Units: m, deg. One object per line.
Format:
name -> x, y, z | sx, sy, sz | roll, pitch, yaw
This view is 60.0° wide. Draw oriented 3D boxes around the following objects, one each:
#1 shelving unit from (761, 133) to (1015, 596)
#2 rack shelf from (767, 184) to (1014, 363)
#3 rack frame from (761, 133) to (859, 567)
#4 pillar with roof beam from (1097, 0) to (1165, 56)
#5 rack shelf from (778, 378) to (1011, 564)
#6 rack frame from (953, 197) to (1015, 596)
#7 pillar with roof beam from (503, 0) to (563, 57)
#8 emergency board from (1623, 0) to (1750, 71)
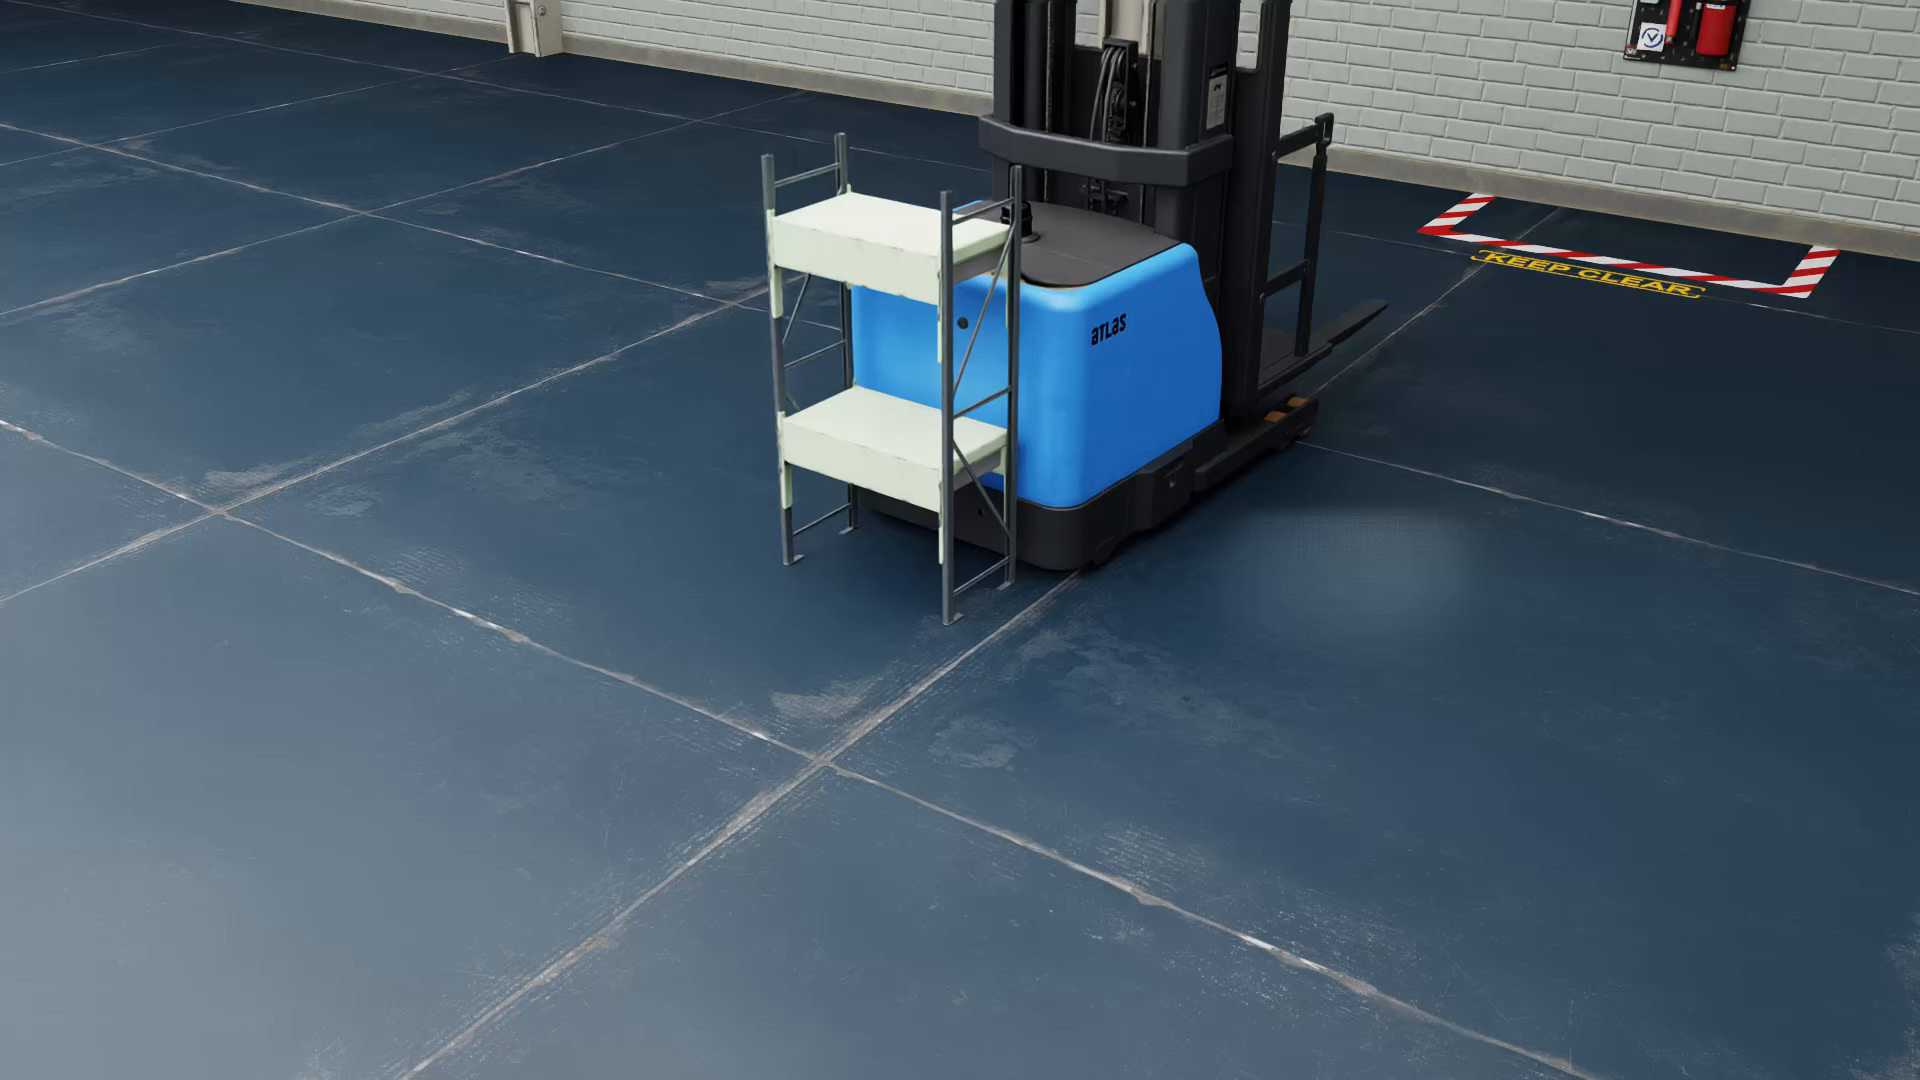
shelving unit -> -0.226, -0.547, 5.672 | 0.748, 1.500, 0.431 | 19, 32, 32
rack shelf -> -0.223, -0.894, 5.493 | 0.720, 0.370, 0.431 | 19, 32, 32
rack frame -> -0.516, -0.646, 5.866 | 0.023, 1.500, 0.400 | 19, 32, 32
pillar with roof beam -> -1.246, -5.196, 6.538 | 0.400, 9.000, 9.100 | 17, 32, 30
rack shelf -> -0.223, -0.256, 5.818 | 0.720, 0.370, 0.431 | 19, 32, 32
rack frame -> 0.069, -0.446, 5.474 | 0.010, 1.308, 0.380 | 19, 32, 32
pillar with roof beam -> -6.192, -6.736, 9.565 | 0.400, 9.000, 9.100 | 17, 32, 30
emergency board -> 4.122, -3.239, 9.308 | 0.643, 1.169, 0.194 | 17, 32, 30
